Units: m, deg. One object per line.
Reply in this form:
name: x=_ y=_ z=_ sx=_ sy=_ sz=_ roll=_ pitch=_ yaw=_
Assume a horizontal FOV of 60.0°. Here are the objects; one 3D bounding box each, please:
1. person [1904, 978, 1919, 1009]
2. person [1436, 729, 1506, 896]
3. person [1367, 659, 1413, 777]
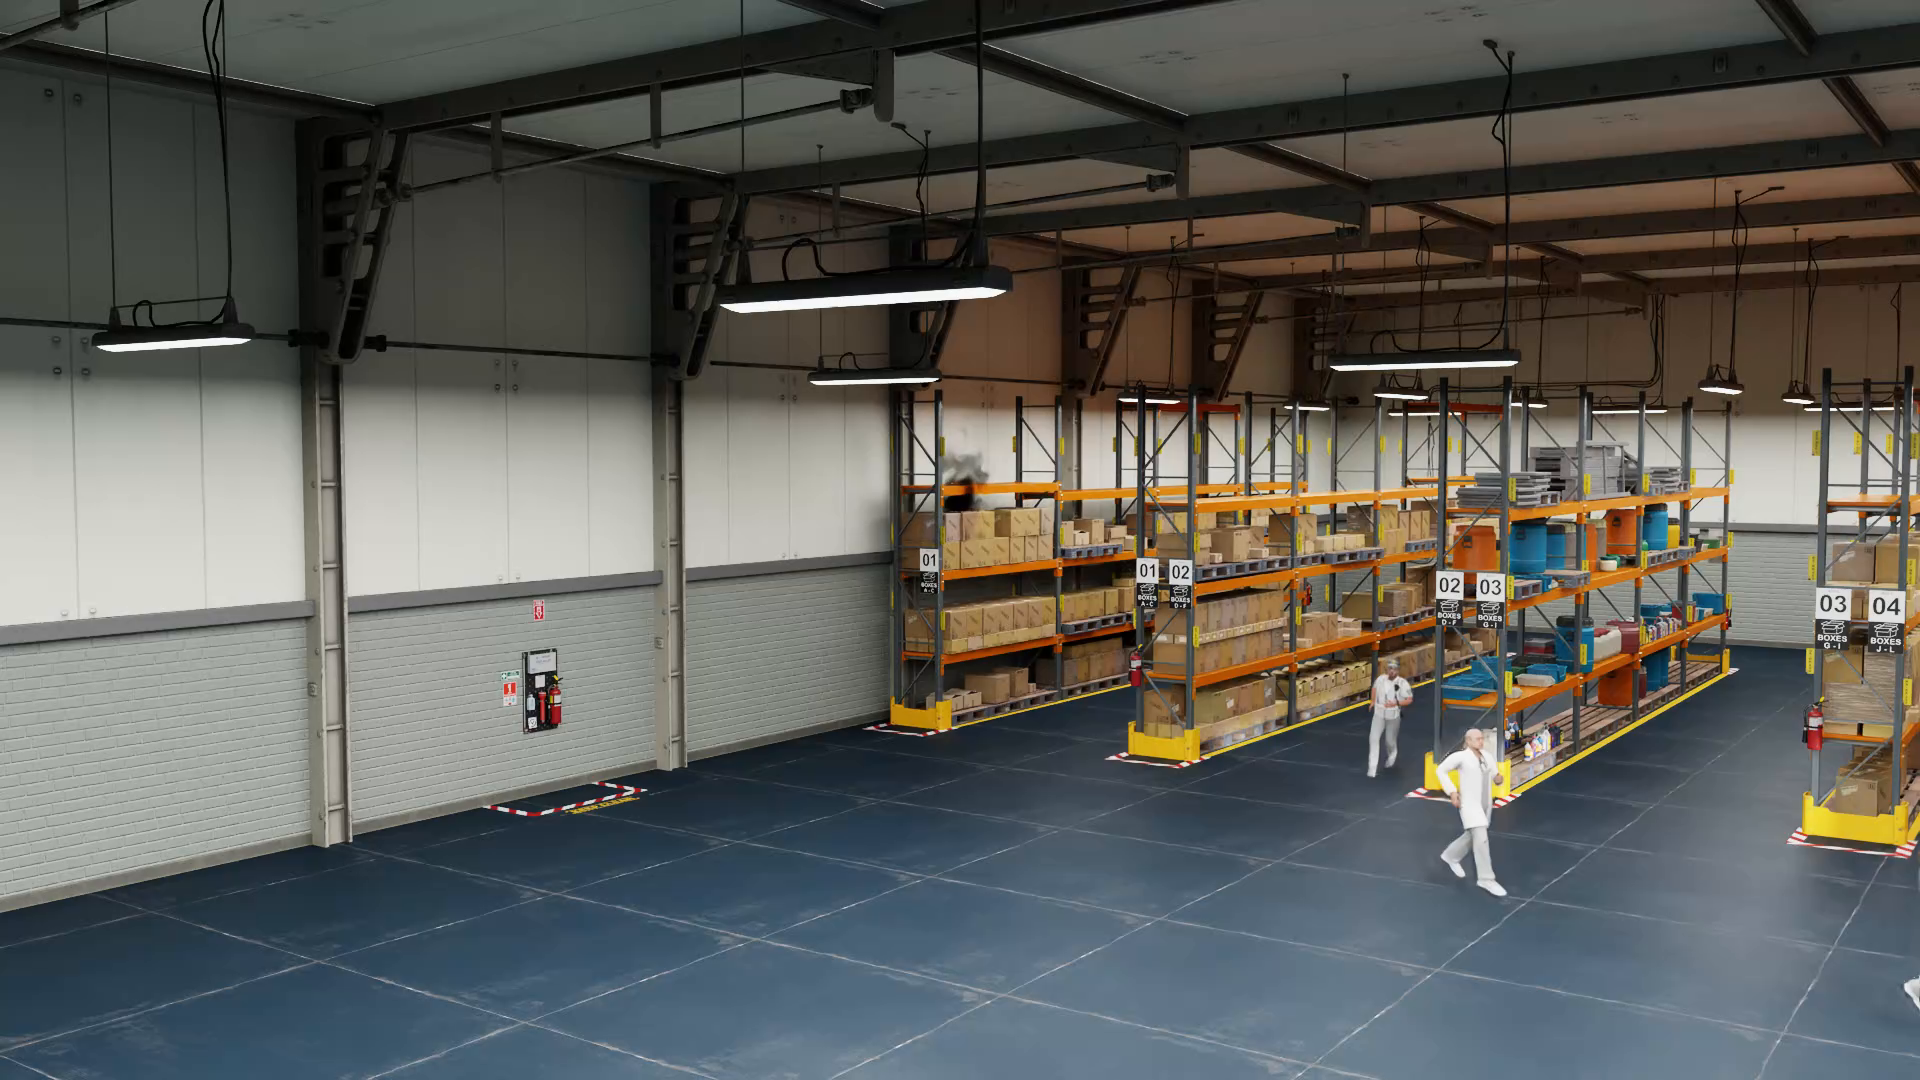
person: x=8.528 y=3.369 z=14.086 sx=0.568 sy=1.660 sz=0.935 roll=-2 pitch=4 yaw=-37
person: x=5.822 y=3.024 z=18.826 sx=0.695 sy=1.784 sz=1.042 roll=-2 pitch=4 yaw=-32
person: x=6.579 y=2.708 z=25.437 sx=0.683 sy=1.809 sz=0.874 roll=2 pitch=4 yaw=30
